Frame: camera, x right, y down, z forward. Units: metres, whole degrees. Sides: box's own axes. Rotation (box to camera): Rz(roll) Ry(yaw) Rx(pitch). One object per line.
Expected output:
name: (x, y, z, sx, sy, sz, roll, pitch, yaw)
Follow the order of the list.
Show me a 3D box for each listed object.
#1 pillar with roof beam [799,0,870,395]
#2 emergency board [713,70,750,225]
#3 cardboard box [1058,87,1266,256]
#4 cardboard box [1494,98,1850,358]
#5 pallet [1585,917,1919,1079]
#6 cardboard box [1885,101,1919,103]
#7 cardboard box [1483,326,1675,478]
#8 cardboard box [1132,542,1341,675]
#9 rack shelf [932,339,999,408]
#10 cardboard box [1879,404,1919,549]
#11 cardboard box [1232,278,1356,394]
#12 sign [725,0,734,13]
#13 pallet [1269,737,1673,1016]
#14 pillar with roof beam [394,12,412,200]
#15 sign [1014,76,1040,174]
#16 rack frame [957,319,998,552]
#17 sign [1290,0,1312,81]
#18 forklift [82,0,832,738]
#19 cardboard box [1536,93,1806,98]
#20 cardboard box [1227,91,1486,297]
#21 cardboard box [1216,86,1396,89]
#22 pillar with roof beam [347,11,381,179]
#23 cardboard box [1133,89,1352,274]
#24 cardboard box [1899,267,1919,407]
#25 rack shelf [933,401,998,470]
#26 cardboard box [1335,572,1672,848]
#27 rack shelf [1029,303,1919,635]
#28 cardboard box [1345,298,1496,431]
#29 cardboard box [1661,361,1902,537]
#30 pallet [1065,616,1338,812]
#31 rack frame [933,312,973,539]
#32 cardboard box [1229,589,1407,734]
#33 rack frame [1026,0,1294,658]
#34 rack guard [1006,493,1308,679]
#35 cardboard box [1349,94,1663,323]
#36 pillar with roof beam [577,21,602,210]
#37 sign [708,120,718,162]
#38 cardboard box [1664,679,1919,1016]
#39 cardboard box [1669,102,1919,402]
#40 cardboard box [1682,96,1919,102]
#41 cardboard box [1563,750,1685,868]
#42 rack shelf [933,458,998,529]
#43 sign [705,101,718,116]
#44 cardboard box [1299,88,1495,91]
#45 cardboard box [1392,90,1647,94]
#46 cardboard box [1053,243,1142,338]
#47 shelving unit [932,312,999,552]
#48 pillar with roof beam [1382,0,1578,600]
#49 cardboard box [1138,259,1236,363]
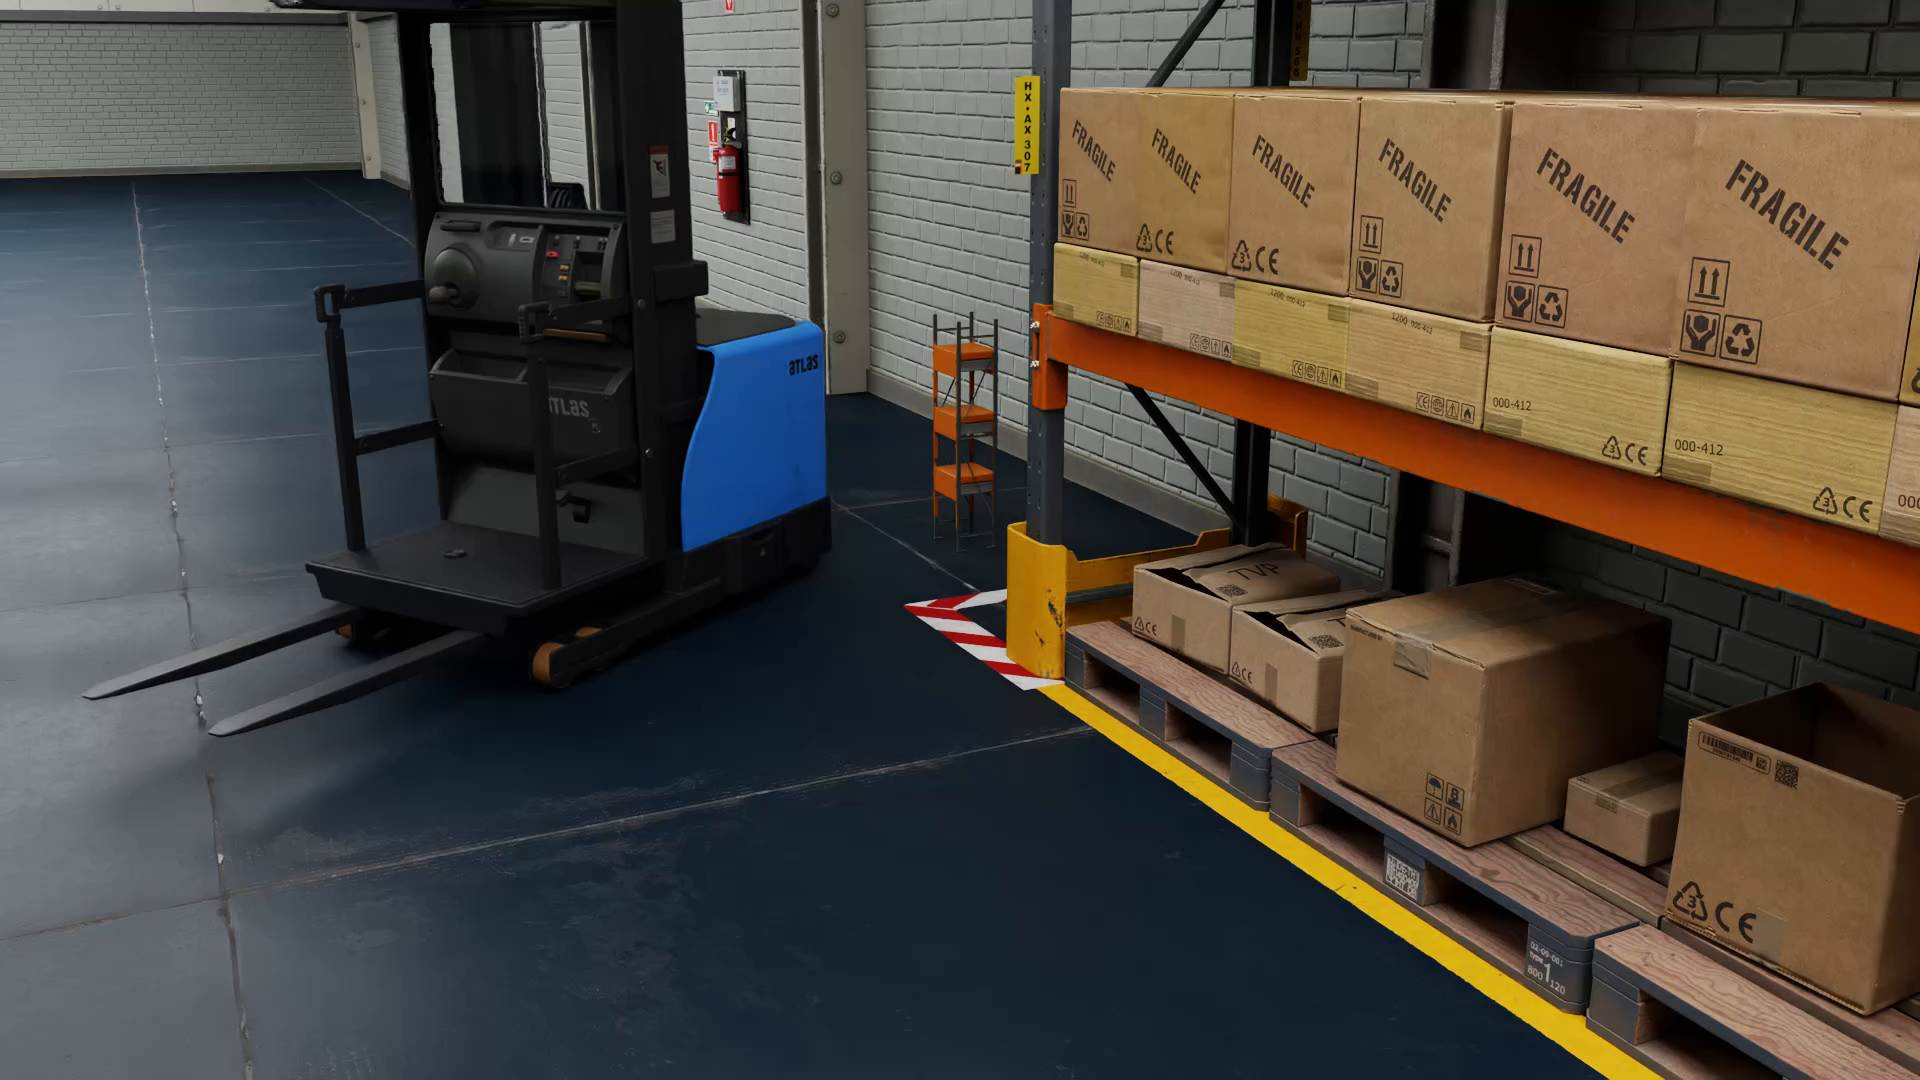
pillar with roof beam: (-4.695, -4.847, 8.326, 9.100, 9.000, 0.400, -8, 18, -25)
emergency board: (-1.873, -3.101, 13.118, 0.194, 1.169, 0.643, -8, 18, -25)
cardboard box: (0.659, -1.208, 5.398, 0.500, 0.500, 0.500, -8, 18, -25)
cardboard box: (1.552, -0.700, 3.628, 0.500, 0.500, 0.500, -8, 18, -26)
pallet: (2.146, 1.105, 3.516, 1.003, 0.211, 1.213, -8, 18, -25)
cardboard box: (2.231, -0.641, 3.423, 0.500, 0.500, 0.500, -8, 18, -25)
cardboard box: (1.547, -0.339, 3.728, 0.500, 0.250, 0.500, -8, 18, -25)
cardboard box: (0.942, 0.199, 5.697, 0.500, 0.311, 0.500, -10, 19, -31)
rack shelf: (0.023, -0.754, 7.484, 0.215, 0.259, 0.240, -8, 18, -25)
cardboard box: (1.992, -0.091, 2.866, 0.500, 0.250, 0.500, -8, 18, -25)
cardboard box: (1.106, -0.589, 4.600, 0.500, 0.250, 0.500, -8, 18, -26)
sign: (-1.787, -4.229, 12.847, 0.001, 0.298, 0.199, -8, 18, -25)
pallet: (1.608, 0.802, 4.572, 1.003, 0.211, 1.213, -8, 18, -25)
pillar with roof beam: (-12.580, -9.310, 23.879, 9.100, 9.000, 0.400, -8, 18, -25)
sign: (0.232, -1.415, 5.675, 0.100, 0.325, 0.005, -8, 18, -25)
rack frame: (0.077, -0.461, 7.454, 0.200, 1.050, 0.008, -8, 18, -25)
sign: (1.227, -1.835, 6.036, 0.100, 0.325, 0.005, -8, 18, -25)
forklift: (-1.733, -1.023, 6.002, 1.130, 2.935, 3.031, 9, 18, 28)
cardboard box: (1.780, -0.893, 4.300, 0.500, 0.500, 0.500, -7, 18, -24)
cardboard box: (1.087, -0.955, 4.518, 0.500, 0.500, 0.500, -8, 18, -27)
cardboard box: (1.117, -1.271, 5.619, 0.500, 0.500, 0.500, -8, 18, -26)
pillar with roof beam: (-15.209, -10.798, 29.063, 9.100, 9.000, 0.400, -8, 18, -25)
cardboard box: (0.866, -1.084, 4.967, 0.500, 0.500, 0.500, -8, 18, -25)
cardboard box: (1.987, -0.451, 2.759, 0.500, 0.500, 0.500, -8, 18, -25)
rack shelf: (0.023, -0.481, 7.563, 0.215, 0.259, 0.240, -8, 18, -25)
cardboard box: (1.468, 0.437, 4.523, 0.700, 0.500, 0.500, -9, 18, -28)
rack shelf: (1.596, -0.223, 4.394, 1.077, 0.370, 4.000, -8, 18, -25)
cardboard box: (1.326, -0.463, 4.162, 0.500, 0.250, 0.500, -7, 18, -24)
cardboard box: (1.781, -0.216, 3.300, 0.500, 0.250, 0.500, -8, 18, -25)
pallet: (1.077, 0.500, 5.625, 1.003, 0.211, 1.213, -8, 18, -25)
rack frame: (-0.030, -0.522, 7.665, 0.200, 1.050, 0.008, -8, 18, -25)
cardboard box: (1.192, 0.340, 5.204, 0.500, 0.311, 0.500, -6, 17, -20)
rack frame: (0.720, -1.065, 6.023, 1.000, 3.000, 0.127, -8, 18, -25)
rack guard: (0.753, 0.156, 6.302, 1.175, 0.500, 0.348, -8, 18, -25)
cardboard box: (1.324, -0.829, 4.077, 0.500, 0.500, 0.500, -7, 17, -23)
pillar with roof beam: (-7.323, -6.334, 13.510, 9.100, 9.000, 0.400, -8, 18, -25)
sign: (-2.022, -3.267, 13.634, 0.001, 0.329, 0.234, -8, 18, -25)
cardboard box: (1.981, 0.665, 3.730, 0.500, 0.500, 0.500, -9, 18, -29)
cardboard box: (1.763, -0.574, 3.188, 0.500, 0.500, 0.500, -8, 18, -25)
cardboard box: (2.017, -0.766, 3.856, 0.500, 0.500, 0.500, -7, 17, -23)
cardboard box: (1.789, 0.687, 4.289, 0.380, 0.149, 0.250, -9, 18, -29)
rack shelf: (0.023, -0.214, 7.639, 0.215, 0.259, 0.240, -8, 18, -25)
sign: (-2.028, -3.520, 13.553, 0.001, 0.109, 0.331, -8, 18, -25)
cardboard box: (1.329, -1.145, 5.180, 0.500, 0.500, 0.500, -7, 18, -24)
cardboard box: (1.559, -1.018, 4.735, 0.500, 0.500, 0.500, -8, 18, -26)
cardboard box: (0.648, -0.843, 5.485, 0.500, 0.250, 0.500, -8, 18, -27)
shelving unit: (0.023, -0.491, 7.560, 0.215, 1.050, 0.252, -8, 18, -25)
pillar with roof beam: (-2.066, -3.359, 3.142, 9.100, 9.000, 0.400, -8, 18, -25)
cardboard box: (0.888, -0.716, 5.042, 0.500, 0.250, 0.500, -8, 18, -27)
